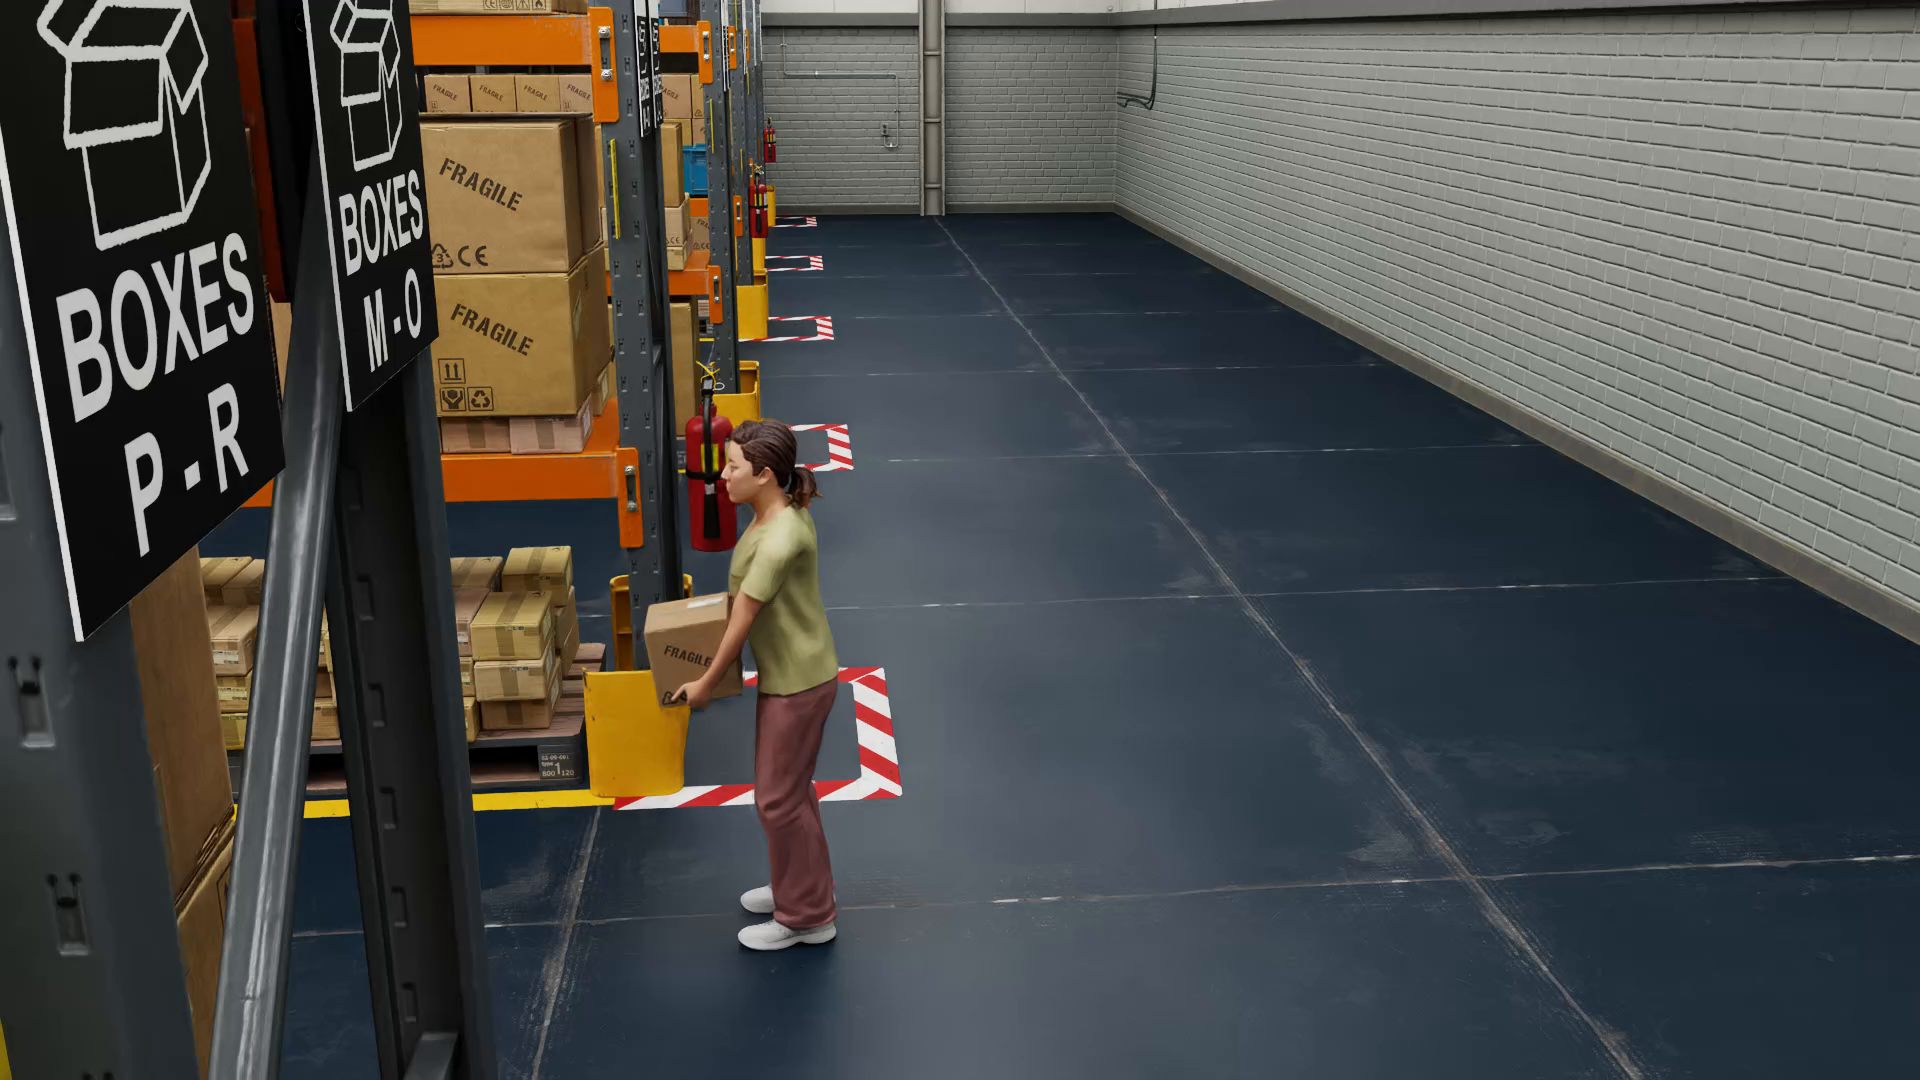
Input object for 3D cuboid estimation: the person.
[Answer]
[{"bbox_3d":[-0.622,0.447,5.094,0.506,1.665,0.408,-2,17,-7],"label":"person"}]
